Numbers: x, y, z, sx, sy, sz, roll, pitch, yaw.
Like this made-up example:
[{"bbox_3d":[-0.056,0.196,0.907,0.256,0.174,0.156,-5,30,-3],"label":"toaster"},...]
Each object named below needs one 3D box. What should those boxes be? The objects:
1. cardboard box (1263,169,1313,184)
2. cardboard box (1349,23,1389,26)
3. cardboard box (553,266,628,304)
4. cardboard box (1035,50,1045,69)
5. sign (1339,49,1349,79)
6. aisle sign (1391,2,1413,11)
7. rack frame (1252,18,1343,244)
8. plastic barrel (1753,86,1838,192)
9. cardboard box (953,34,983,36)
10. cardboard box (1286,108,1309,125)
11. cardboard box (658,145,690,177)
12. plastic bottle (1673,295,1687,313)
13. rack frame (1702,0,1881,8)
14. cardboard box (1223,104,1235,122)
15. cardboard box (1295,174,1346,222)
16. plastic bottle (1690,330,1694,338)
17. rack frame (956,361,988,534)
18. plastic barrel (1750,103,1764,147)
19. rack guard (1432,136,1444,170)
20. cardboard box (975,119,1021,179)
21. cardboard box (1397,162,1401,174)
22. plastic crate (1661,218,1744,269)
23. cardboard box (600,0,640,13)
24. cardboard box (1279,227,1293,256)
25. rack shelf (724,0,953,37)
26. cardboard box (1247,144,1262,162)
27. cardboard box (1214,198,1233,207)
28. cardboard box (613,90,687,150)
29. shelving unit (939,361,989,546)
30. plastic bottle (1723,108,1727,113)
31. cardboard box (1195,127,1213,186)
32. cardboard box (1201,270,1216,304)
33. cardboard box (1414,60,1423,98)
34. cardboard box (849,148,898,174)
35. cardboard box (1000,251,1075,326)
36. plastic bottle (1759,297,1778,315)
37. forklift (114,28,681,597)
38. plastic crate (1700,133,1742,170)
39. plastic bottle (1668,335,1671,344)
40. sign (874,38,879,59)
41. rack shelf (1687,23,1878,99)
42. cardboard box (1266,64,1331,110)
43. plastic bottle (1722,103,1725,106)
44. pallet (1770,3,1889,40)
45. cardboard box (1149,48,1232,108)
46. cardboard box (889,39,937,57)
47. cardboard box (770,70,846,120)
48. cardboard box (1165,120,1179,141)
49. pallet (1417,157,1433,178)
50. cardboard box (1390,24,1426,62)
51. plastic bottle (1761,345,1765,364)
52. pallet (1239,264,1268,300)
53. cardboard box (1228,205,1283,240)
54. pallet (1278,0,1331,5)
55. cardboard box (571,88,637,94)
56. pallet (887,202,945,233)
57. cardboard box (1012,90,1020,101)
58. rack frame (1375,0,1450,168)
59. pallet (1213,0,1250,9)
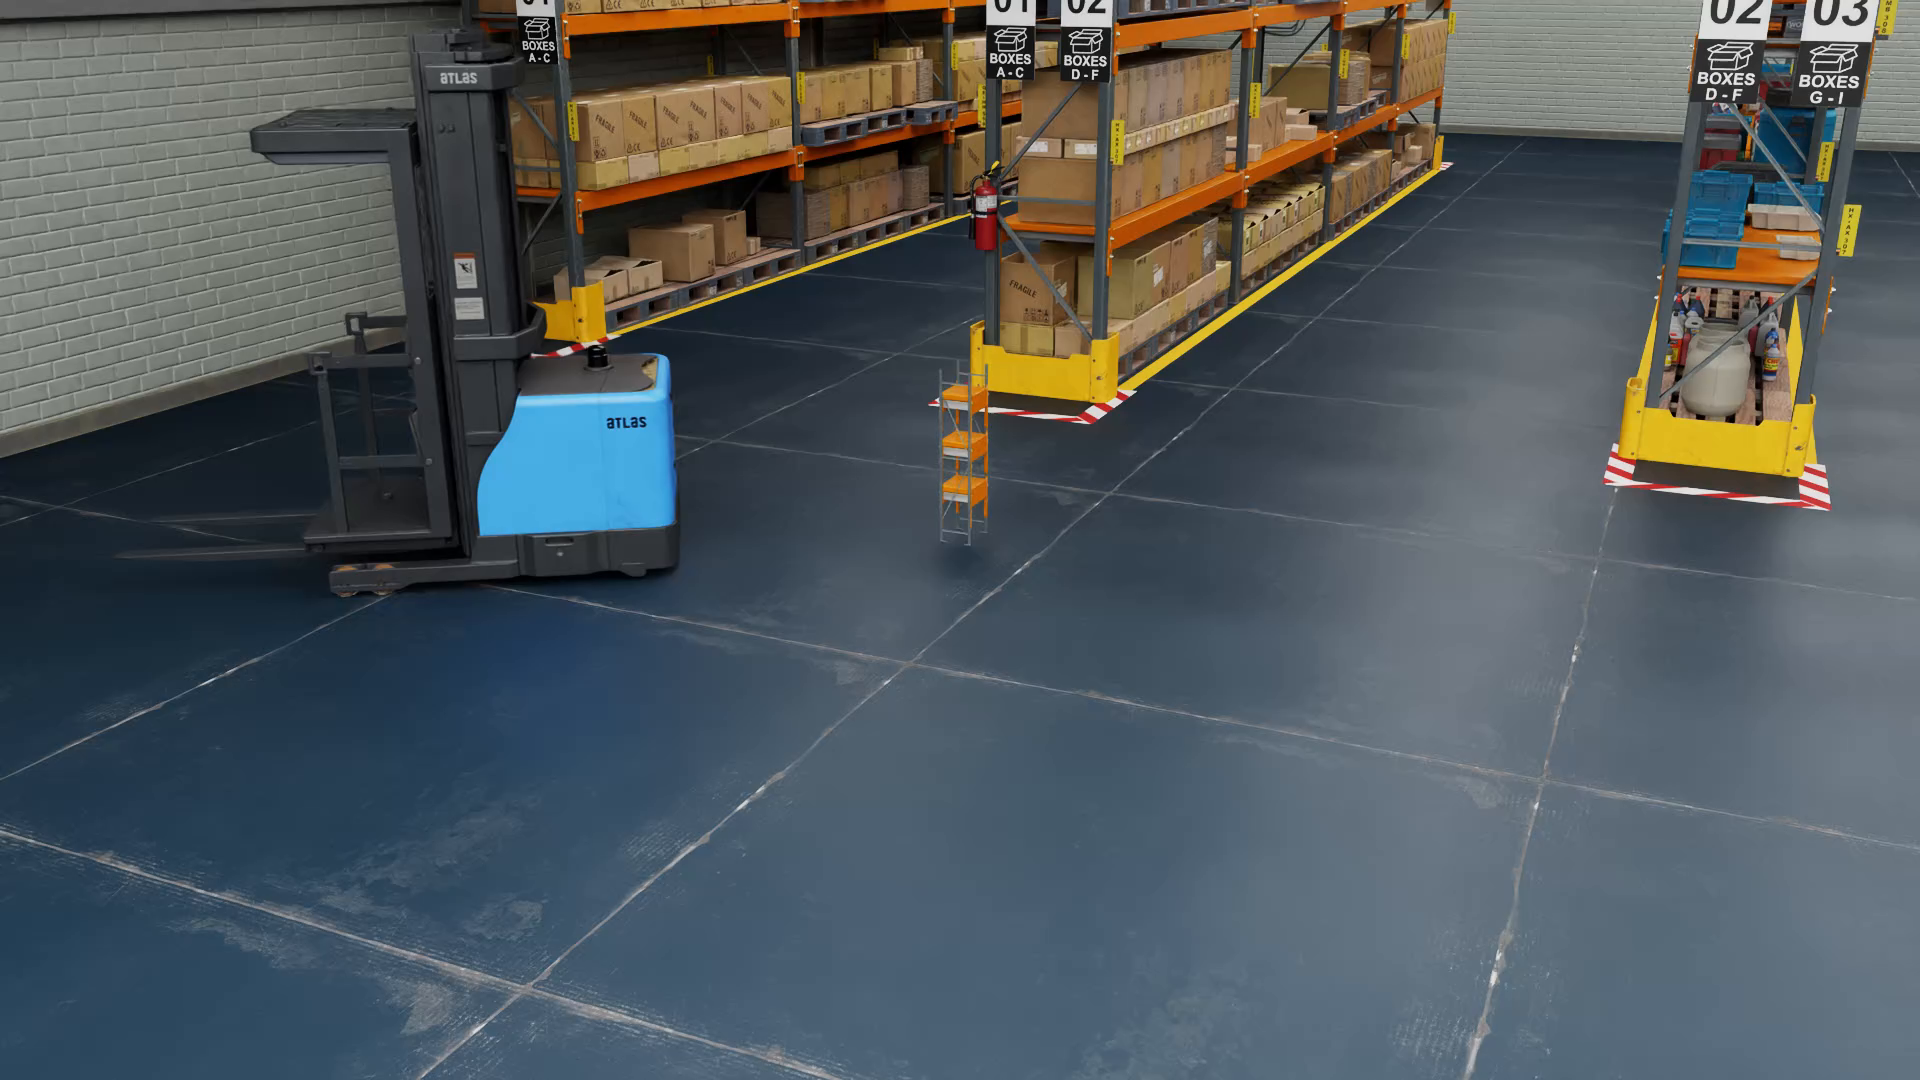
[{"bbox_3d":[4.120,-4.404,20.951,0.500,0.500,0.500,9,22,25],"label":"cardboard box"},{"bbox_3d":[5.974,-7.299,24.374,0.500,0.500,0.500,9,21,23],"label":"cardboard box"},{"bbox_3d":[-3.480,-2.429,15.679,0.500,0.311,0.500,6,20,17],"label":"cardboard box"},{"bbox_3d":[0.909,-6.822,24.051,0.500,0.500,0.500,9,21,23],"label":"cardboard box"},{"bbox_3d":[4.459,-5.527,19.306,0.100,0.325,0.005,9,21,23],"label":"sign"},{"bbox_3d":[6.987,-8.788,26.324,0.394,0.787,0.004,9,21,23],"label":"aisle sign"},{"bbox_3d":[3.951,-5.057,19.711,1.000,3.000,0.127,9,21,23],"label":"rack frame"},{"bbox_3d":[7.265,-3.466,14.490,0.600,0.901,0.708,9,21,23],"label":"plastic barrel"},{"bbox_3d":[0.016,-6.930,23.235,0.500,0.250,0.500,8,21,21],"label":"cardboard box"},{"bbox_3d":[3.762,-4.910,19.430,0.500,0.311,0.500,10,22,26],"label":"cardboard box"},{"bbox_3d":[-2.942,-3.650,15.949,0.500,0.250,0.500,8,21,22],"label":"cardboard box"},{"bbox_3d":[6.122,-1.923,14.195,0.144,0.351,0.185,9,22,24],"label":"plastic bottle"},{"bbox_3d":[5.193,-4.757,9.915,1.000,3.000,0.127,9,21,23],"label":"rack frame"},{"bbox_3d":[2.397,-4.074,15.831,0.380,0.149,0.250,9,21,23],"label":"cardboard box"},{"bbox_3d":[4.398,-4.186,20.337,0.500,0.500,0.500,10,22,25],"label":"cardboard box"},{"bbox_3d":[5.922,-1.605,13.524,0.097,0.201,0.097,0,20,0],"label":"plastic bottle"},{"bbox_3d":[0.072,-0.548,9.944,0.200,1.050,0.008,9,21,23],"label":"rack frame"},{"bbox_3d":[8.555,-4.257,17.258,0.600,0.536,0.708,9,21,23],"label":"plastic barrel"},{"bbox_3d":[7.196,-6.301,26.941,1.175,0.500,0.348,9,21,23],"label":"rack guard"},{"bbox_3d":[0.560,-5.654,23.973,0.750,0.750,0.750,9,22,24],"label":"cardboard box"},{"bbox_3d":[6.304,-5.516,24.575,0.380,0.166,0.250,9,21,23],"label":"cardboard box"},{"bbox_3d":[5.125,-2.054,11.491,0.499,0.251,0.616,9,21,23],"label":"plastic crate"},{"bbox_3d":[-3.228,-4.987,14.859,0.500,0.500,0.500,10,22,26],"label":"cardboard box"},{"bbox_3d":[3.334,-3.296,18.236,0.500,0.250,0.500,9,21,24],"label":"cardboard box"},{"bbox_3d":[-1.389,-6.198,19.518,1.077,0.370,4.000,9,21,23],"label":"rack shelf"},{"bbox_3d":[2.863,-3.958,16.998,0.380,0.149,0.250,9,21,23],"label":"cardboard box"},{"bbox_3d":[2.841,-3.629,18.336,0.500,0.311,0.500,8,21,22],"label":"cardboard box"},{"bbox_3d":[-2.947,-3.993,15.796,0.500,0.500,0.500,8,21,21],"label":"cardboard box"},{"bbox_3d":[0.022,-0.511,9.839,0.215,1.050,0.252,9,21,23],"label":"shelving unit"},{"bbox_3d":[8.920,-4.889,19.414,0.061,0.283,0.133,9,21,23],"label":"plastic bottle"},{"bbox_3d":[1.927,-3.582,15.416,0.700,0.500,0.500,8,21,22],"label":"cardboard box"},{"bbox_3d":[2.109,-2.413,15.754,0.500,0.250,0.500,9,21,23],"label":"cardboard box"},{"bbox_3d":[6.460,-6.755,24.336,0.500,0.500,0.500,8,21,22],"label":"cardboard box"},{"bbox_3d":[-1.107,-4.725,20.734,0.500,0.250,0.500,9,21,24],"label":"cardboard box"},{"bbox_3d":[0.623,-2.072,13.675,0.500,0.500,0.500,9,21,23],"label":"cardboard box"},{"bbox_3d":[6.830,-1.876,14.064,0.144,0.351,0.185,8,21,21],"label":"plastic bottle"},{"bbox_3d":[-3.151,-1.259,9.135,3.031,2.935,1.130,-3,20,-8],"label":"forklift"},{"bbox_3d":[6.750,-3.373,14.882,0.402,0.464,0.583,9,21,23],"label":"plastic crate"},{"bbox_3d":[5.576,-1.518,13.157,0.061,0.283,0.133,9,22,24],"label":"plastic bottle"},{"bbox_3d":[-1.077,-6.356,21.637,0.100,0.325,0.005,9,21,23],"label":"sign"},{"bbox_3d":[6.012,-3.616,12.257,1.077,0.370,4.000,9,21,23],"label":"rack shelf"},{"bbox_3d":[4.106,-5.510,20.209,0.700,0.500,0.500,2,20,4],"label":"cardboard box"},{"bbox_3d":[9.420,-5.339,20.691,0.152,0.276,0.135,9,21,23],"label":"plastic bottle"},{"bbox_3d":[5.621,-3.494,11.123,1.003,0.211,1.213,9,21,23],"label":"pallet"},{"bbox_3d":[2.137,-4.356,15.655,0.700,0.500,0.500,9,21,23],"label":"cardboard box"},{"bbox_3d":[-0.620,-6.460,21.914,0.500,0.250,0.500,9,22,24],"label":"cardboard box"},{"bbox_3d":[-1.733,-5.088,18.992,0.700,0.500,0.500,11,22,28],"label":"cardboard box"},{"bbox_3d":[1.663,-3.524,14.284,0.380,0.149,0.250,9,21,23],"label":"cardboard box"},{"bbox_3d":[6.870,-5.921,26.304,1.003,0.211,1.213,9,21,23],"label":"pallet"},{"bbox_3d":[6.461,-7.218,24.147,0.500,0.500,0.500,8,21,21],"label":"cardboard box"},{"bbox_3d":[6.441,-1.496,13.219,0.097,0.201,0.097,0,20,0],"label":"plastic bottle"},{"bbox_3d":[2.579,-2.751,17.388,1.003,0.211,1.213,9,21,23],"label":"pallet"},{"bbox_3d":[3.130,-3.403,17.702,0.500,0.311,0.500,8,21,21],"label":"cardboard box"},{"bbox_3d":[3.300,-5.819,17.660,1.003,0.211,1.213,10,22,25],"label":"pallet"},{"bbox_3d":[-3.424,-4.066,16.001,0.500,0.500,0.500,8,21,21],"label":"cardboard box"},{"bbox_3d":[-0.891,-4.183,21.415,1.003,0.211,1.213,9,21,23],"label":"pallet"},{"bbox_3d":[0.628,-6.325,23.621,0.380,0.149,0.250,8,21,21],"label":"cardboard box"},{"bbox_3d":[7.227,-7.502,26.588,1.000,3.000,0.127,9,21,23],"label":"rack frame"},{"bbox_3d":[1.988,-4.941,15.042,1.003,0.211,1.213,9,21,23],"label":"pallet"}]
